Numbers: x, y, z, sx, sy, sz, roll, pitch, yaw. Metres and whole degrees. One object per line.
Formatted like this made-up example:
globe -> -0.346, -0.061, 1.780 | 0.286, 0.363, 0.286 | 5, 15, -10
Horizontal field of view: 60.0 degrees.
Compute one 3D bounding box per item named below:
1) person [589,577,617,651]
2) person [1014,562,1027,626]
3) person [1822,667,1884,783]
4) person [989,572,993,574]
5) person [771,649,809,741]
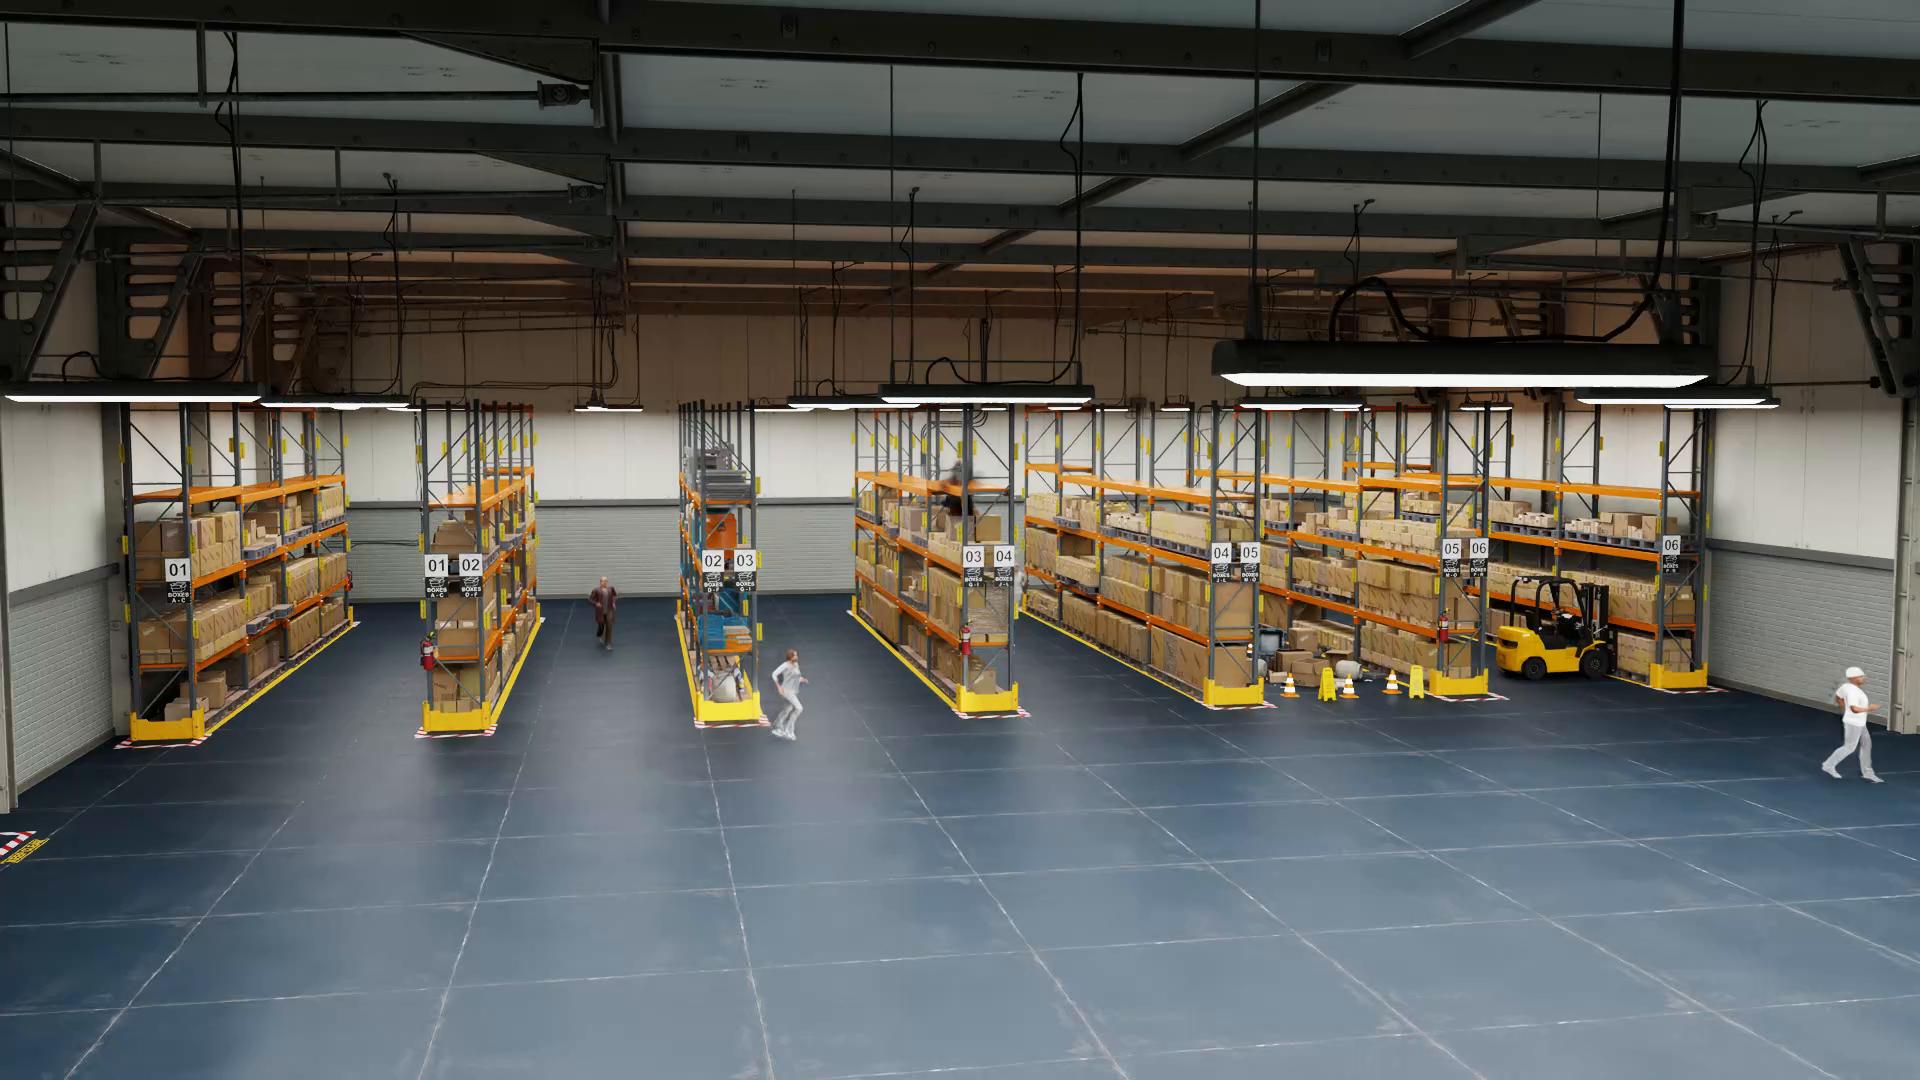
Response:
person -> -8.693, 1.786, 40.629 | 0.710, 1.771, 1.005 | -2, 5, -23
person -> 1.498, 1.488, 44.534 | 0.616, 1.832, 0.746 | -1, 4, -9
person -> 13.896, 2.863, 25.823 | 0.867, 1.784, 0.691 | 3, 5, 30
person -> 0.720, 1.246, 47.705 | 0.764, 1.728, 0.961 | 0, 4, 6
person -> -2.995, 2.716, 29.280 | 0.753, 1.610, 0.494 | 2, 5, 21
